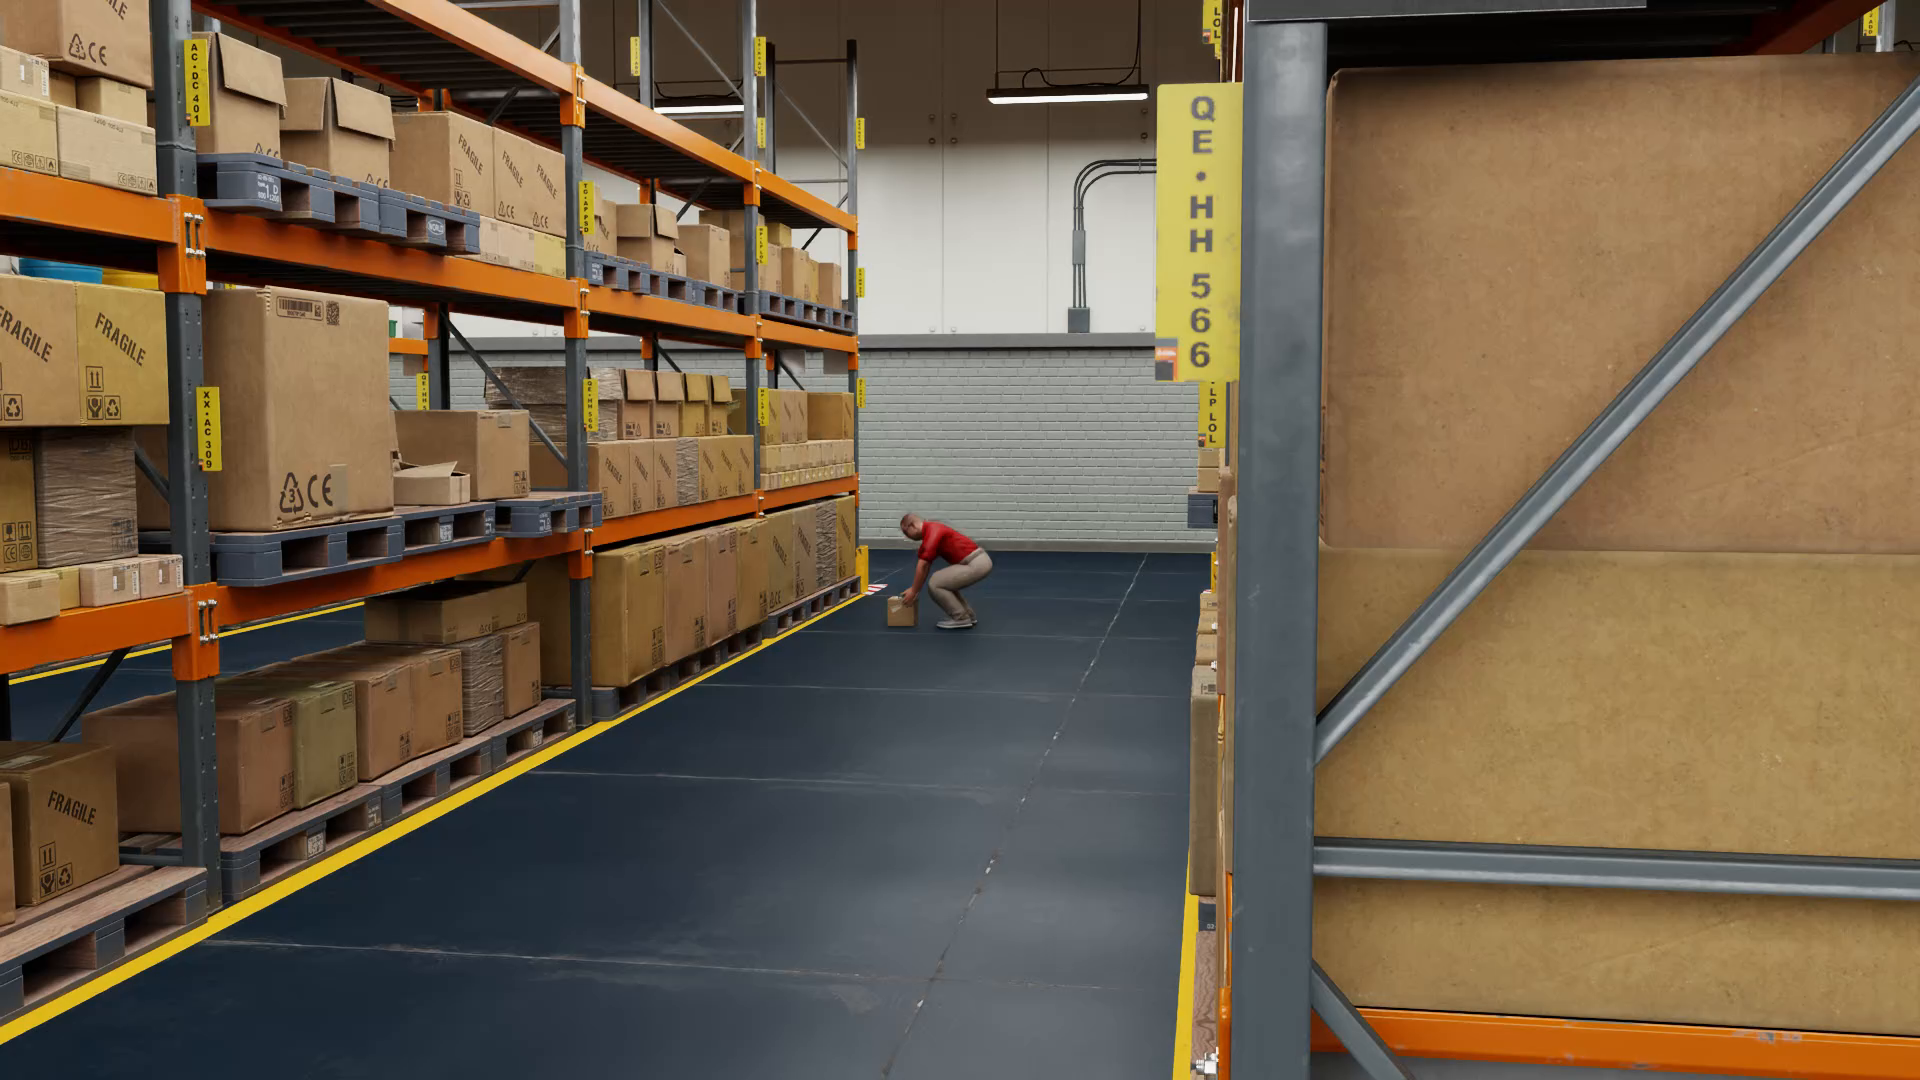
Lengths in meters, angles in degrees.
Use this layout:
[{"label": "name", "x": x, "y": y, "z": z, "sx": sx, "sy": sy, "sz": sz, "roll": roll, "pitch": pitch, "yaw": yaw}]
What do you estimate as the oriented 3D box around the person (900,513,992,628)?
[{"label": "person", "x": -0.138, "y": 0.288, "z": 15.459, "sx": 0.855, "sy": 1.049, "sz": 0.568, "roll": 1, "pitch": 4, "yaw": 9}]
